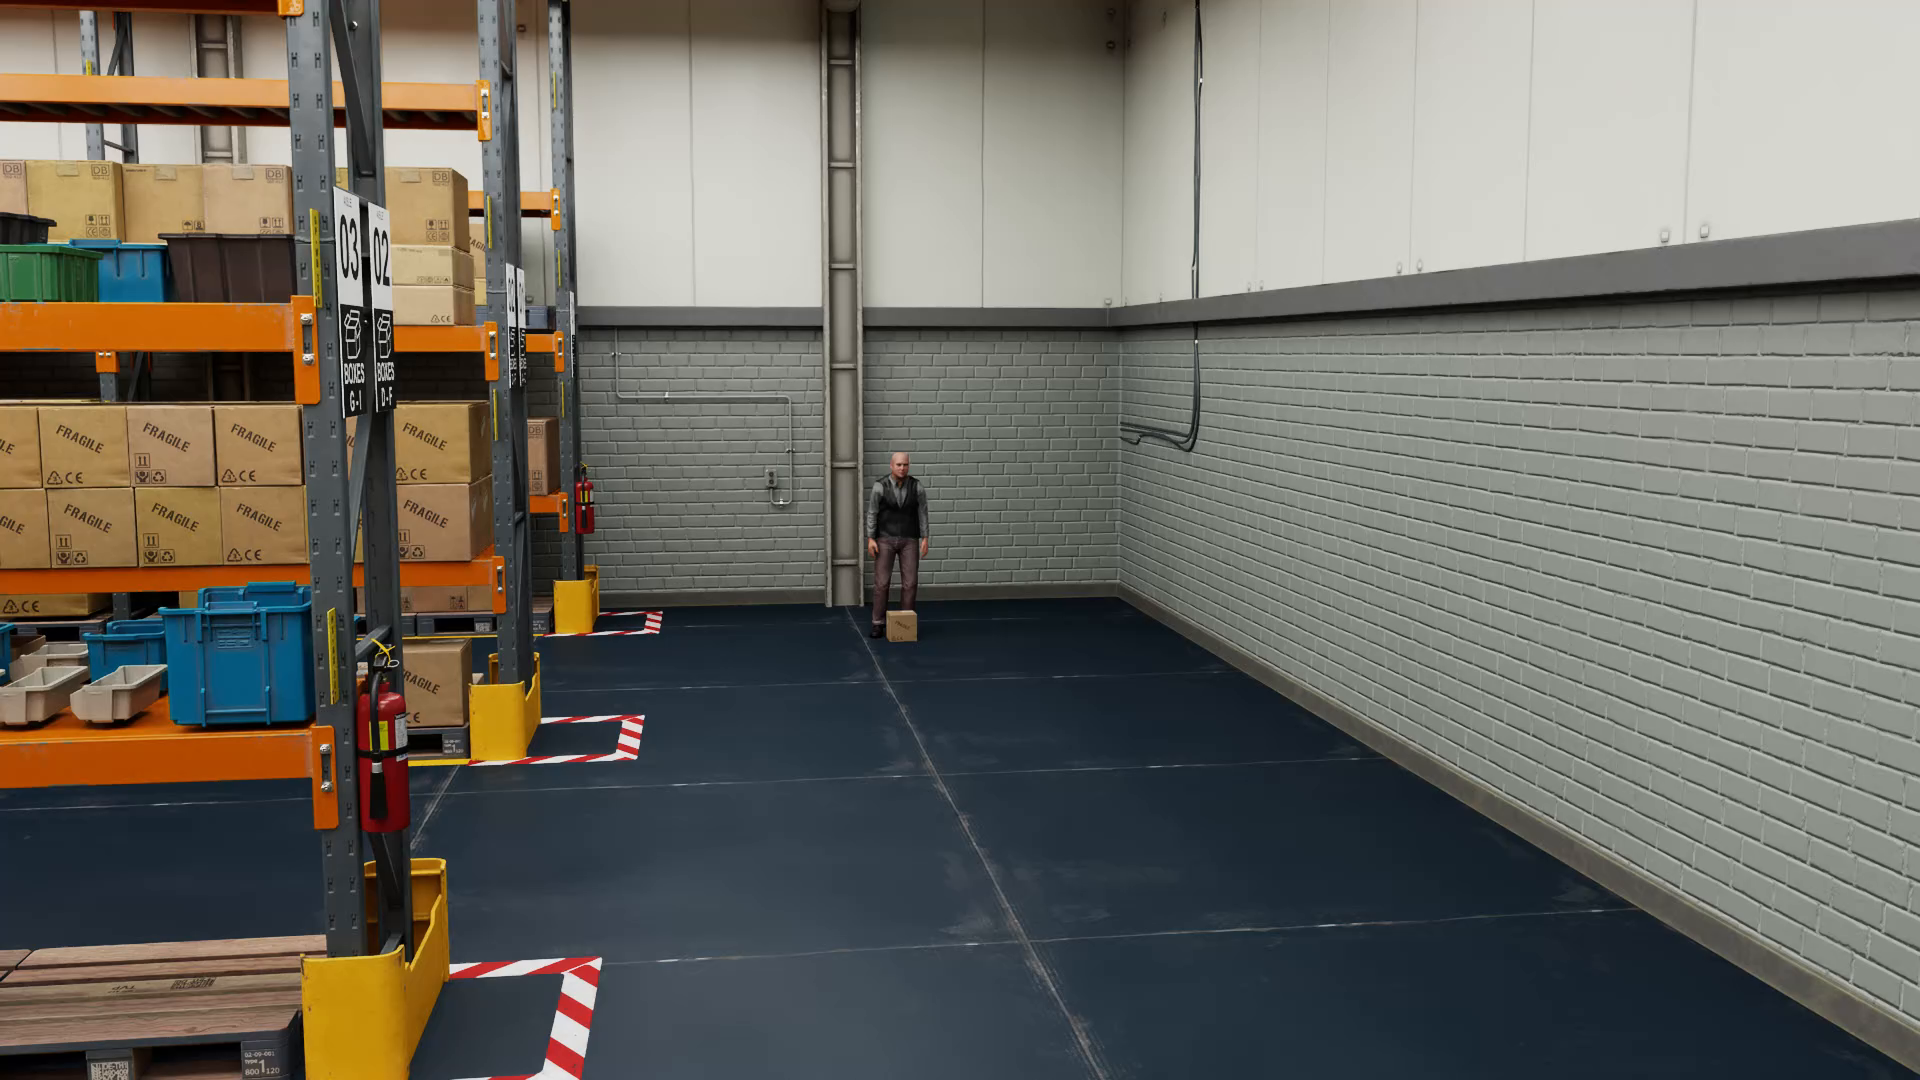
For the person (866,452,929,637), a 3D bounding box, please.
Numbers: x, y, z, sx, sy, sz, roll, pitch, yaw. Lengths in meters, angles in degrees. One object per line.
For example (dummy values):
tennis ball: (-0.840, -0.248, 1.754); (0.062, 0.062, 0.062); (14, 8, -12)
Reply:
person: (-0.577, 0.035, 15.509); (0.589, 1.721, 0.464); (-1, 7, -11)
